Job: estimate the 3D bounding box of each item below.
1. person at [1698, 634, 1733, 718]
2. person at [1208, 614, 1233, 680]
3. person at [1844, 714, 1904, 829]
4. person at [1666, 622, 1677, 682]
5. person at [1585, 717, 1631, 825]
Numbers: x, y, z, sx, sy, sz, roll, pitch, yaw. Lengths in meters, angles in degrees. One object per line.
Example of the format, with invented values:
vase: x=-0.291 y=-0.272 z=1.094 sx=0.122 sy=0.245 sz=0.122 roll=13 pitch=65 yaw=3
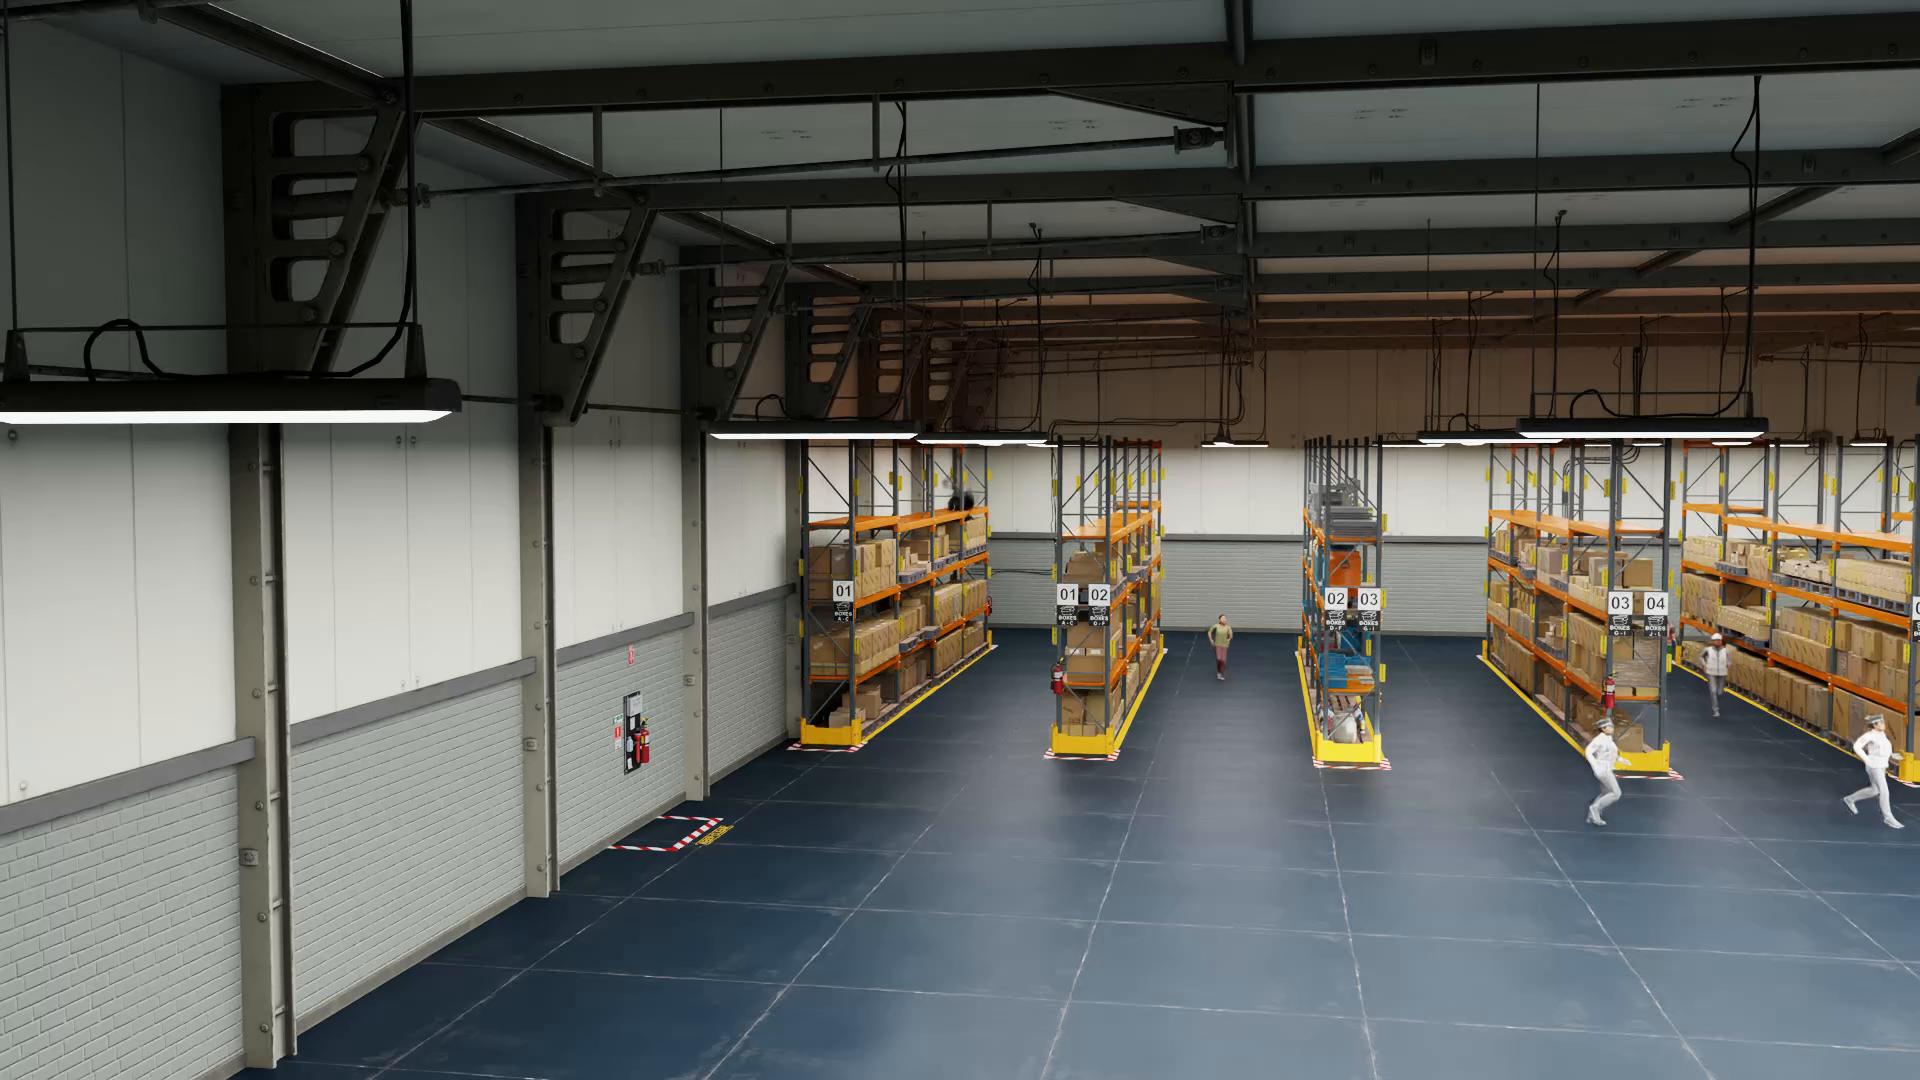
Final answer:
person: x=16.326 y=2.904 z=35.912 sx=0.662 sy=1.775 sz=0.914 roll=1 pitch=3 yaw=13
person: x=6.504 y=2.662 z=41.363 sx=0.588 sy=1.638 sz=0.629 roll=0 pitch=3 yaw=-2
person: x=14.006 y=3.498 z=25.472 sx=0.617 sy=1.703 sz=0.917 roll=-2 pitch=4 yaw=-37
person: x=17.395 y=2.624 z=41.156 sx=0.665 sy=1.752 sz=0.805 roll=1 pitch=3 yaw=11
person: x=9.854 y=3.522 z=25.290 sx=0.628 sy=1.660 sz=0.642 roll=2 pitch=4 yaw=38
